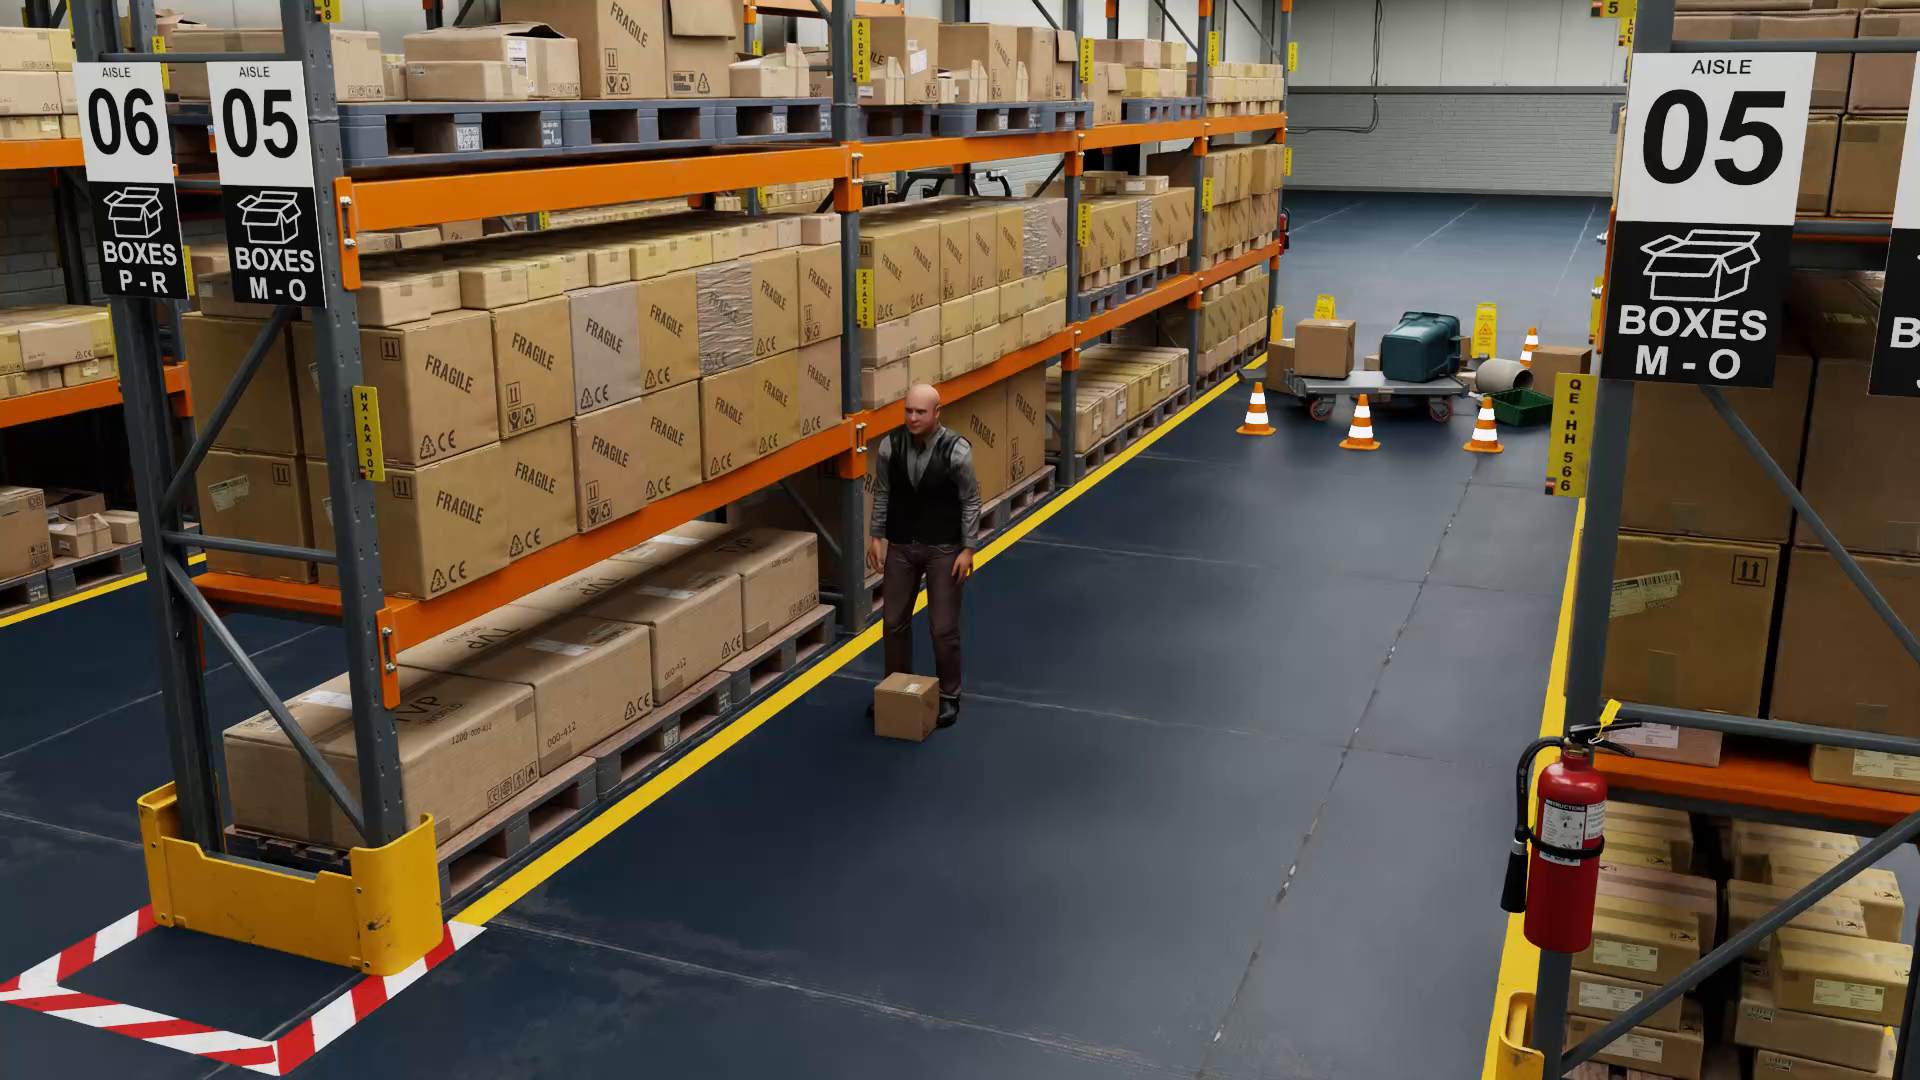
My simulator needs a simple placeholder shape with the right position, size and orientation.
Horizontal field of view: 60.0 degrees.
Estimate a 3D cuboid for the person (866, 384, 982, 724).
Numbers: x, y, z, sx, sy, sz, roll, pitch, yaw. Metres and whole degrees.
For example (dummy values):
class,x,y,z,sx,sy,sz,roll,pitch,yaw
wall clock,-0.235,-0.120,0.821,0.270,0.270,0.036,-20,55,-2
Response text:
class,x,y,z,sx,sy,sz,roll,pitch,yaw
person,-0.172,0.053,8.371,0.581,1.721,0.418,6,16,22
